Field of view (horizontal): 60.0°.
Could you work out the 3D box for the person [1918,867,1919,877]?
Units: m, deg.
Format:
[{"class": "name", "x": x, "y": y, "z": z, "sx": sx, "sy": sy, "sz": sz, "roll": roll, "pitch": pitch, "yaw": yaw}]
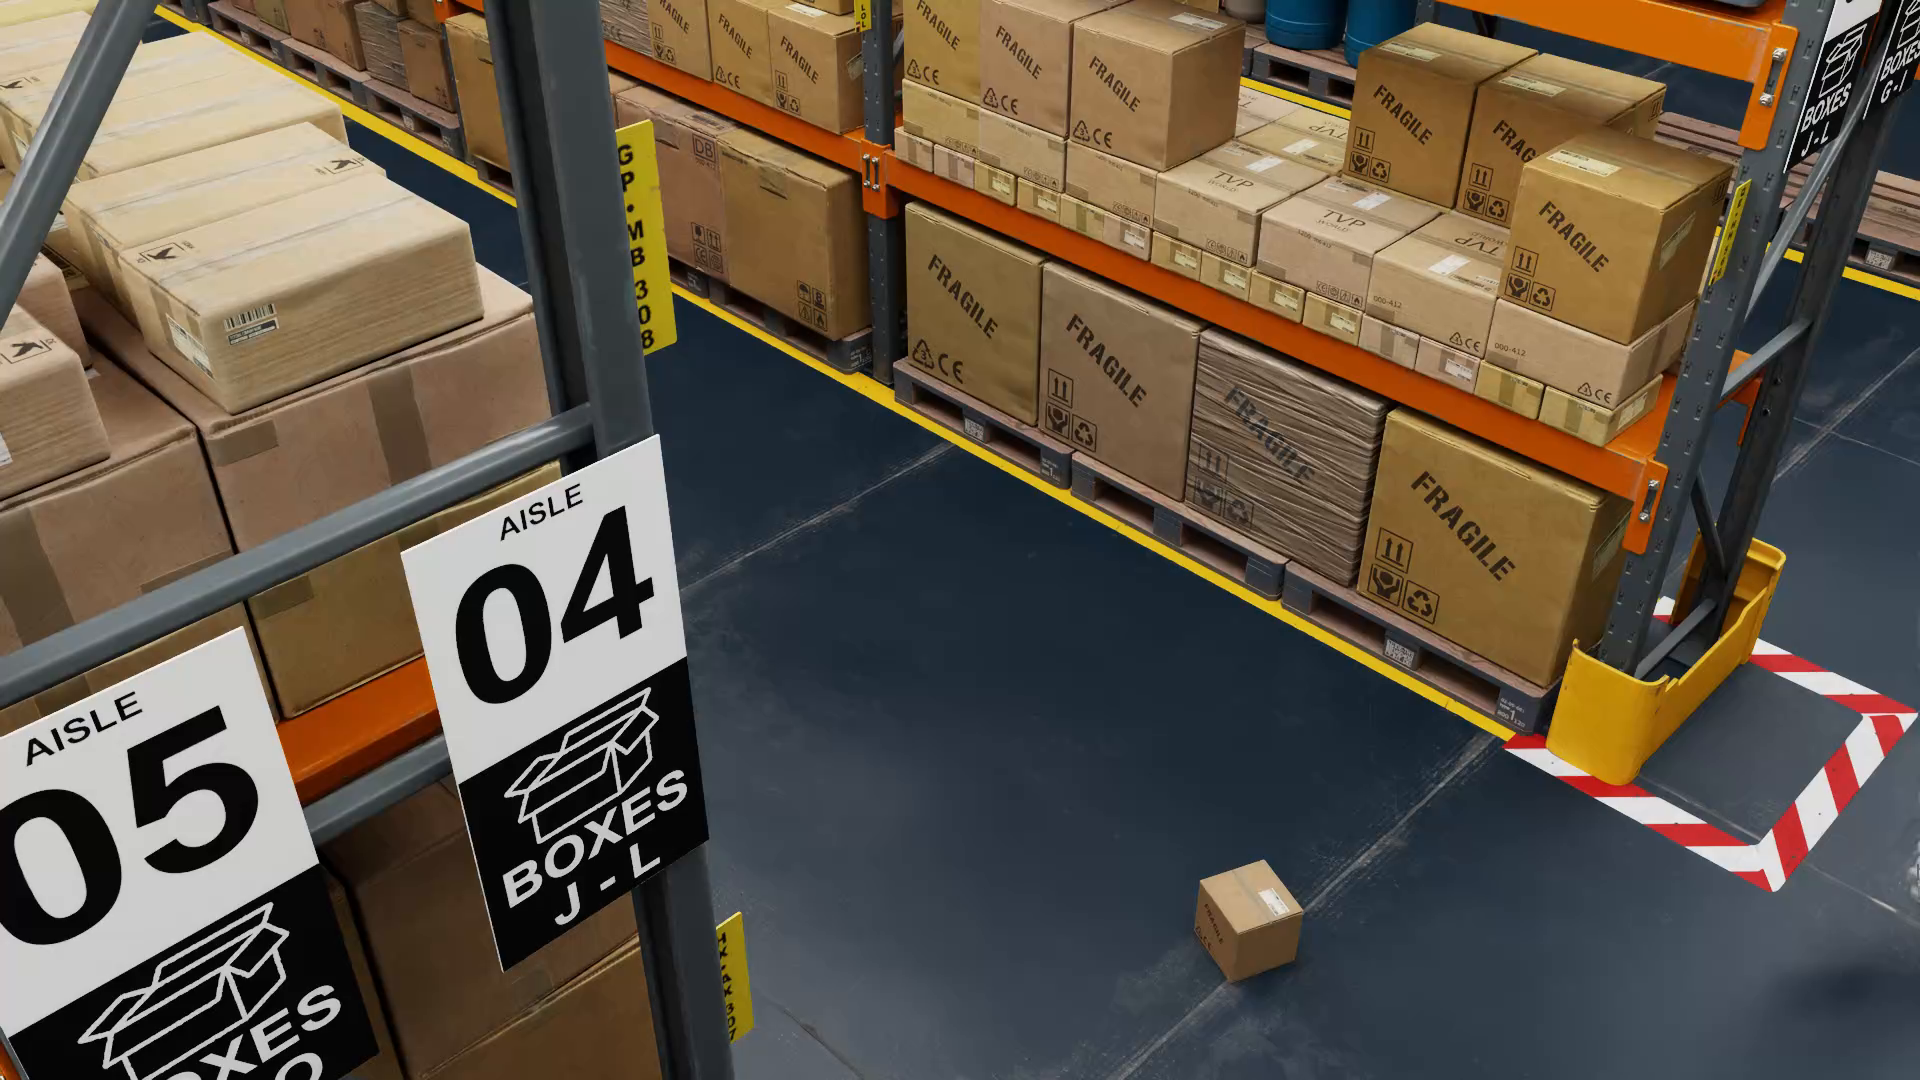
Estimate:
[{"class": "person", "x": 3.438, "y": 0.589, "z": 5.281, "sx": 0.449, "sy": 1.660, "sz": 0.521, "roll": -22, "pitch": 41, "yaw": -27}]
